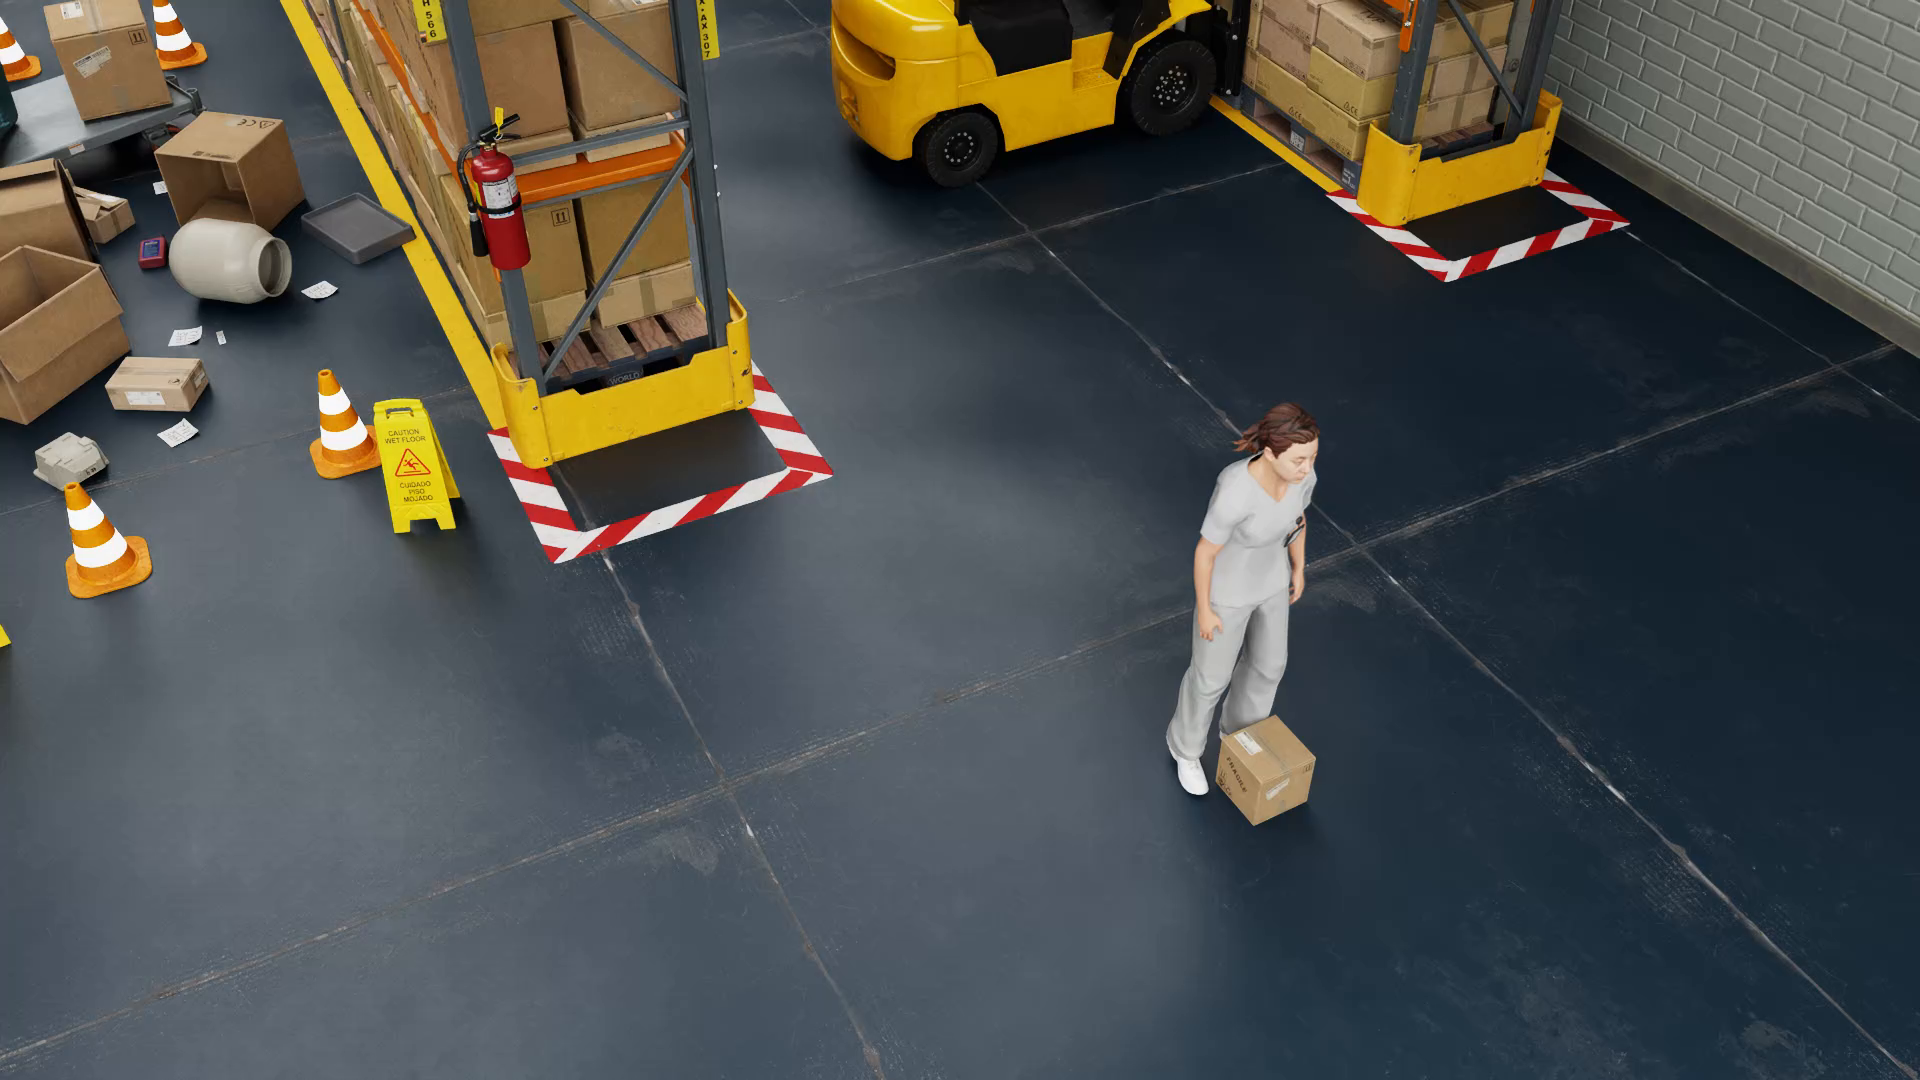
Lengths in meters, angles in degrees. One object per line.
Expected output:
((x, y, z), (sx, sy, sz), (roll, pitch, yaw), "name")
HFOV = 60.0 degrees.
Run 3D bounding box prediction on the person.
((1.041, 0.208, 5.935), (0.514, 1.658, 0.414), (-22, 46, -23), "person")
